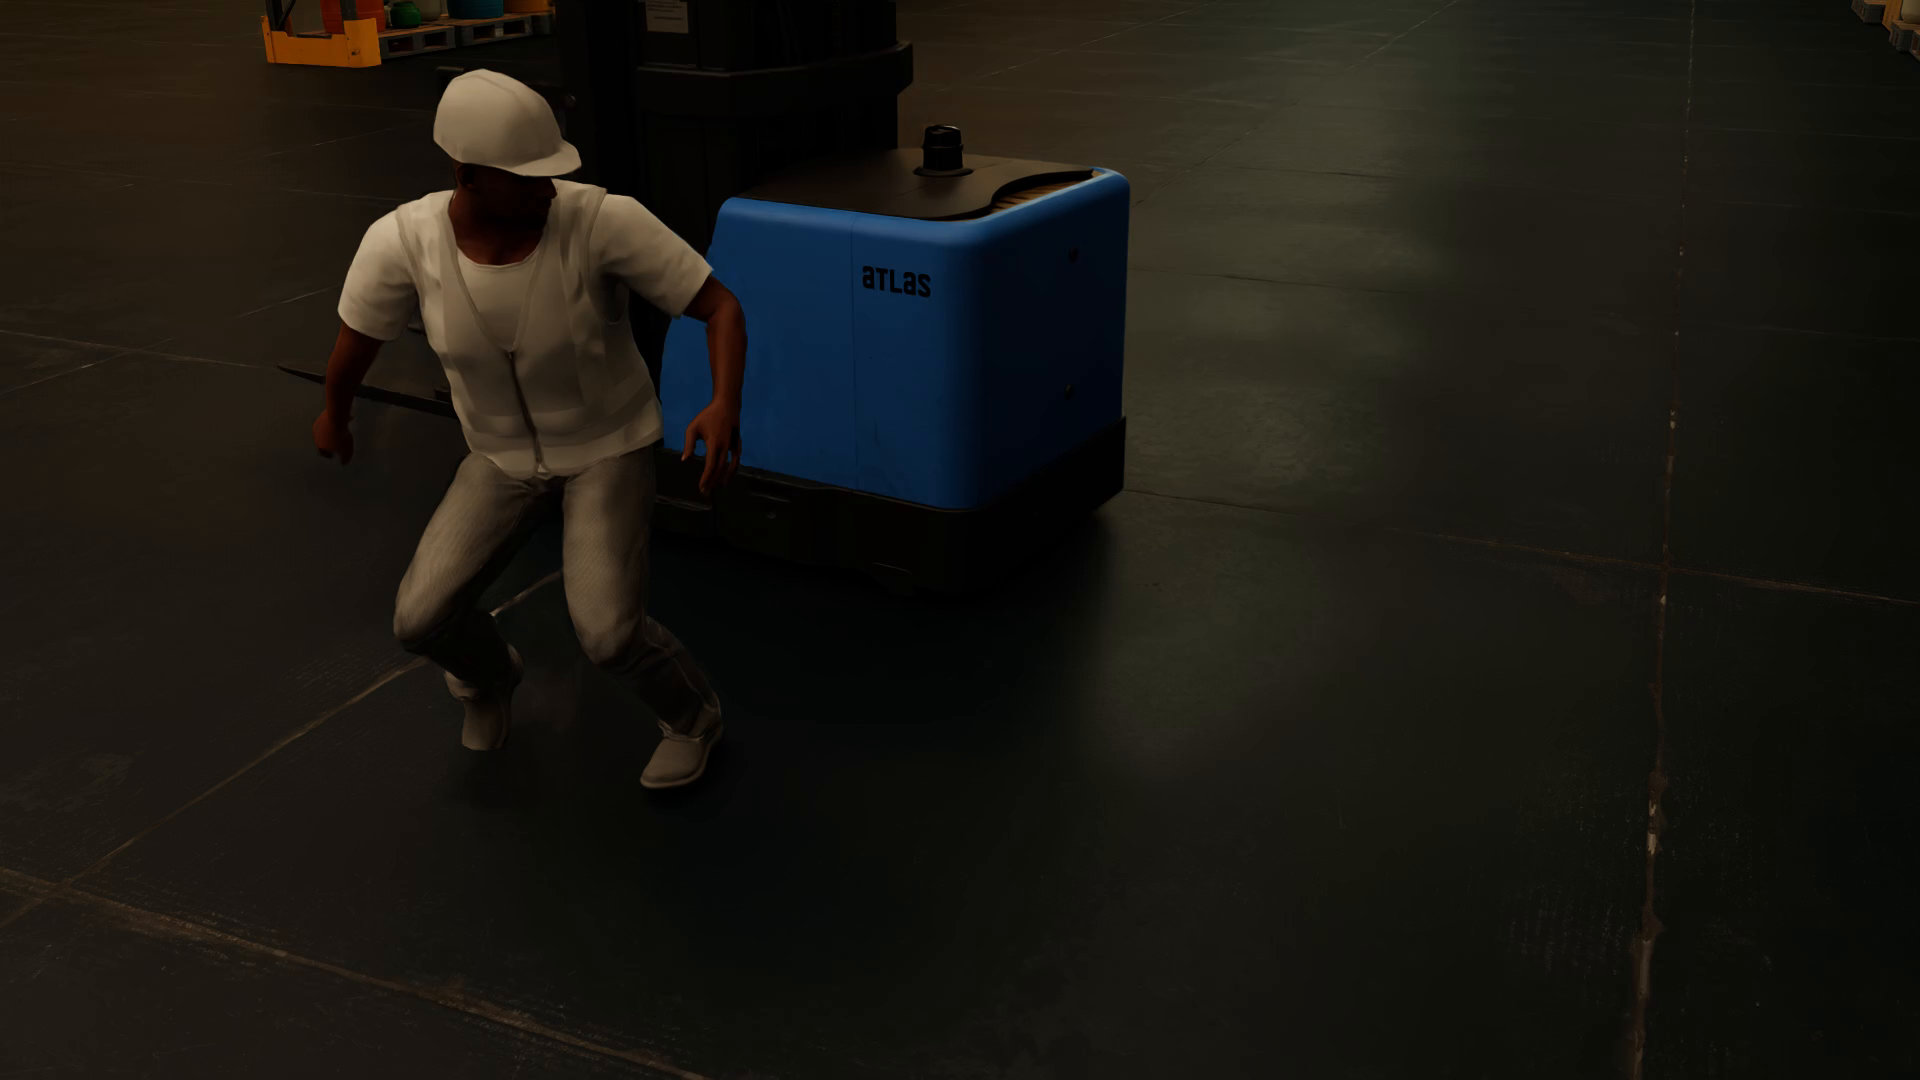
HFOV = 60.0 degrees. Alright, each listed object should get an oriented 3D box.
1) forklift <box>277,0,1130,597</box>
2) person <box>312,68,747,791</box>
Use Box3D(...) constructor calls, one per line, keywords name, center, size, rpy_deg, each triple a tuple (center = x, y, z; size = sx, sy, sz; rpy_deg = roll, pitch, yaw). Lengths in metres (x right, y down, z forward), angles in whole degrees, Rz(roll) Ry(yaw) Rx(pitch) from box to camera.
Box3D(name="forklift", center=(-1.010, -1.596, 5.111), size=(3.031, 2.935, 1.130), rpy_deg=(13, 26, 28))
Box3D(name="person", center=(-0.938, -0.168, 3.530), size=(1.049, 1.651, 0.508), rpy_deg=(3, 23, 6))
